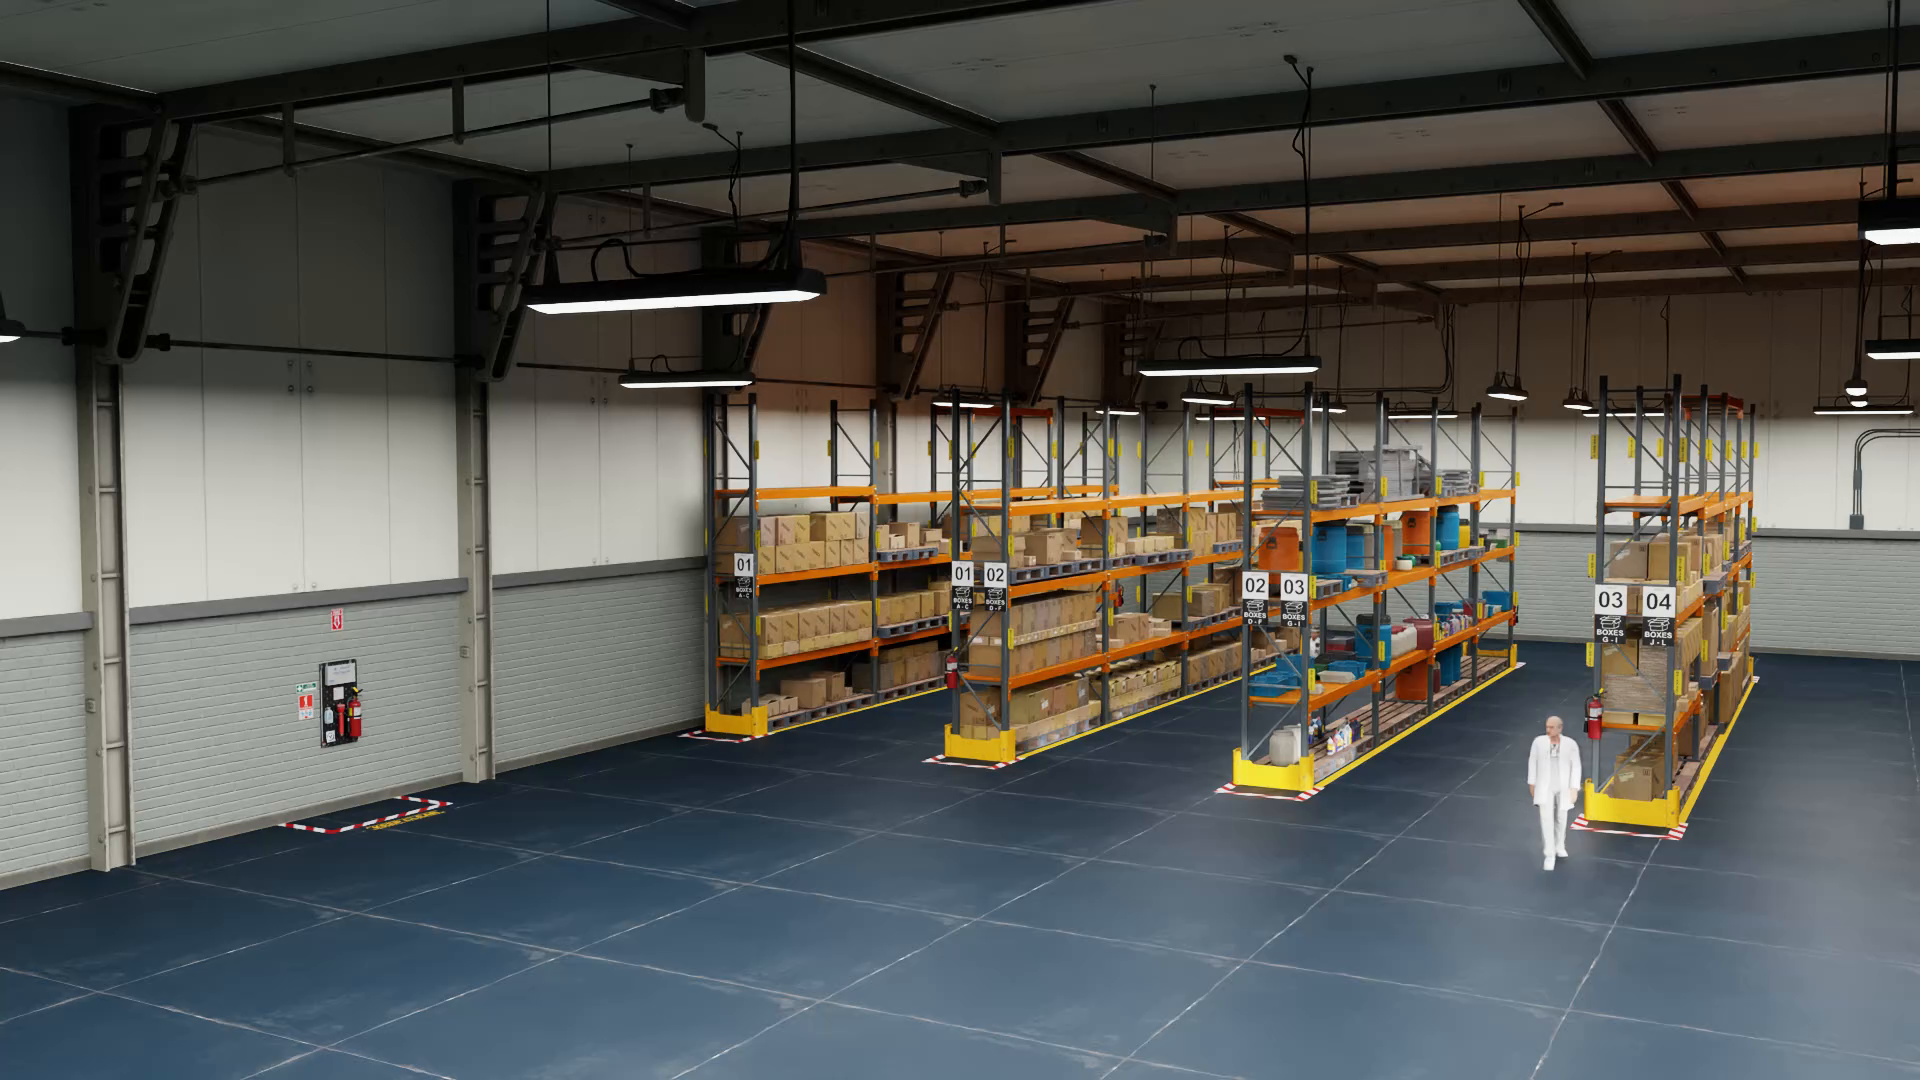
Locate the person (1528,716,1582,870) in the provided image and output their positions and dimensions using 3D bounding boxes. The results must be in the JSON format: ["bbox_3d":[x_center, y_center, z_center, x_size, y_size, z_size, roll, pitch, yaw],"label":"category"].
[{"bbox_3d":[7.206,3.028,20.156,0.606,1.783,0.889,1,3,18],"label":"person"}]

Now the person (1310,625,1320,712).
[{"bbox_3d":[6.747,2.476,31.639,0.540,1.713,0.561,3,4,42],"label":"person"}]
